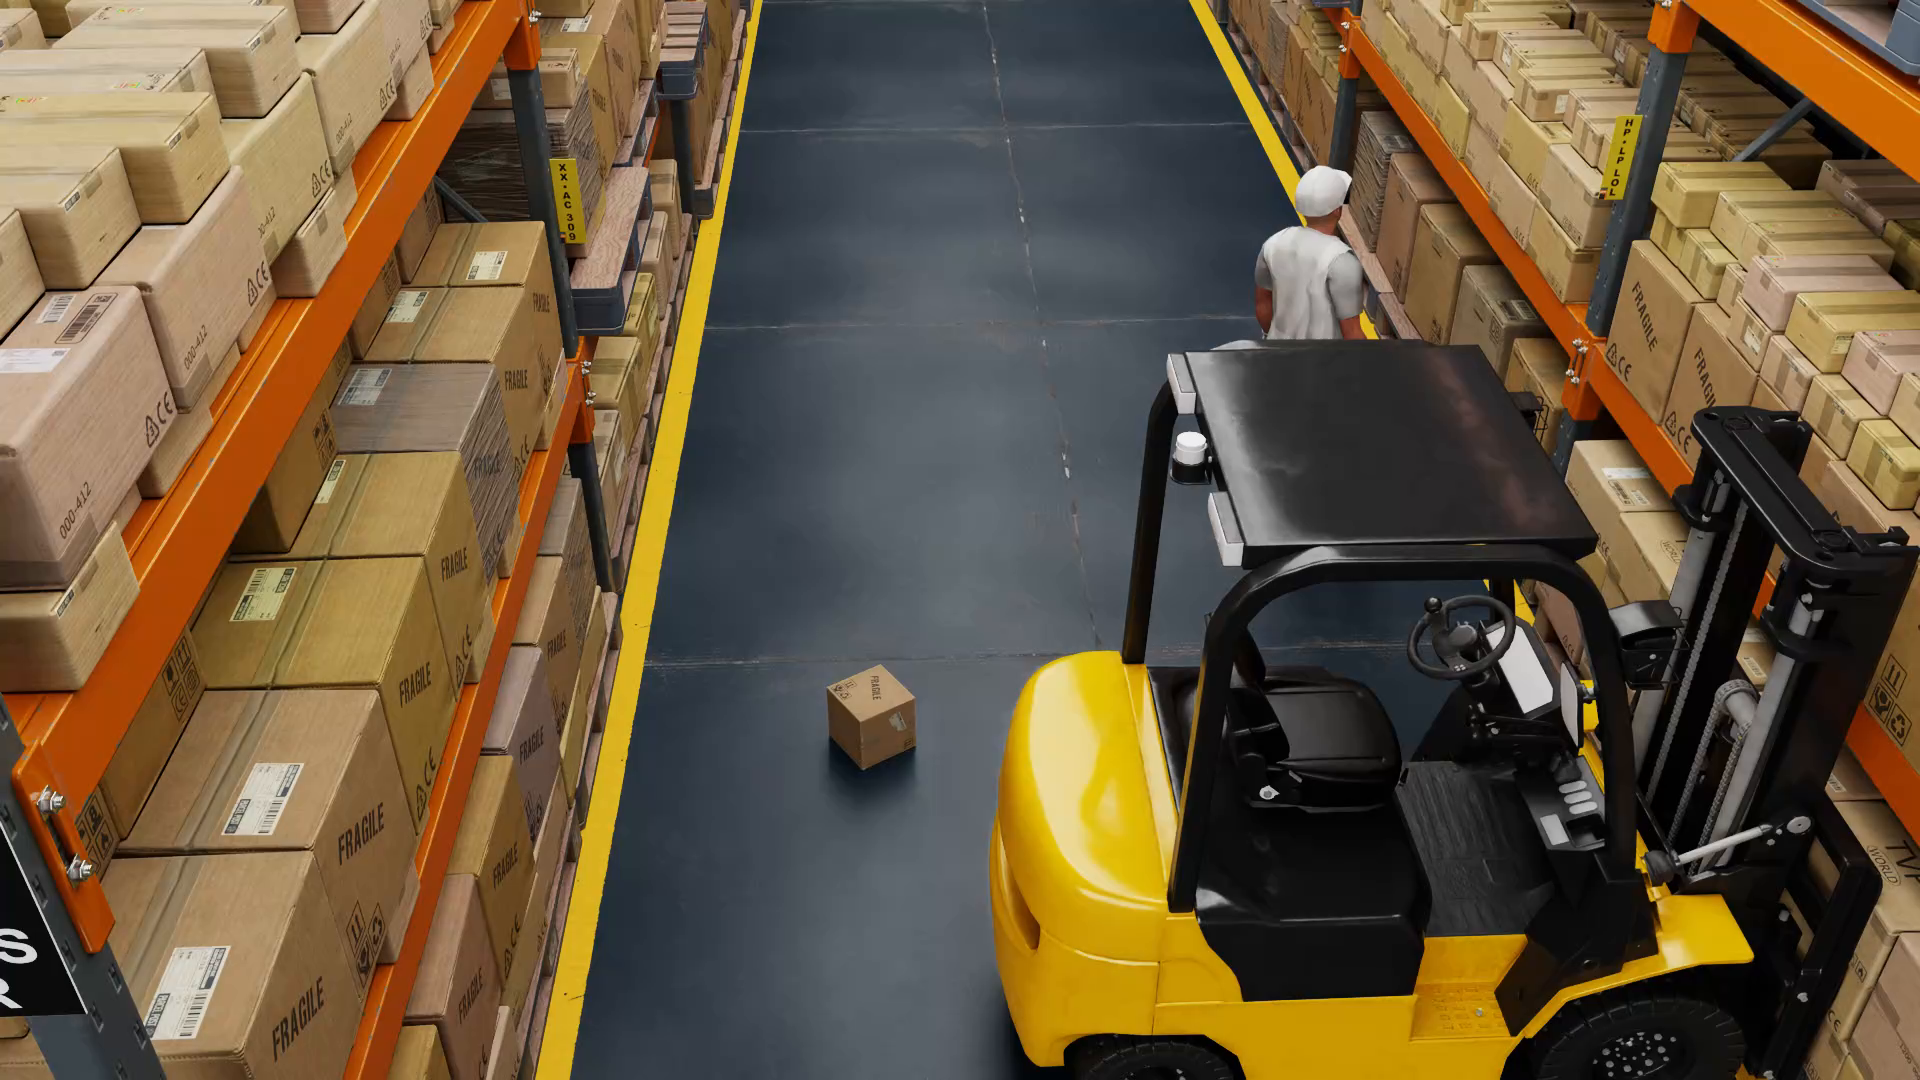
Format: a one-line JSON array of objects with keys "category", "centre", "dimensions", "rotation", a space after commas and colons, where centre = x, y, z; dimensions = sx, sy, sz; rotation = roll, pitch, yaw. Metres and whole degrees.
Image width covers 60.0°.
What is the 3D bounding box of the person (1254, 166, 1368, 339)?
[{"category": "person", "centre": [1.597, -0.794, 7.243], "dimensions": [0.564, 1.789, 0.637], "rotation": [-25, 42, -31]}]
